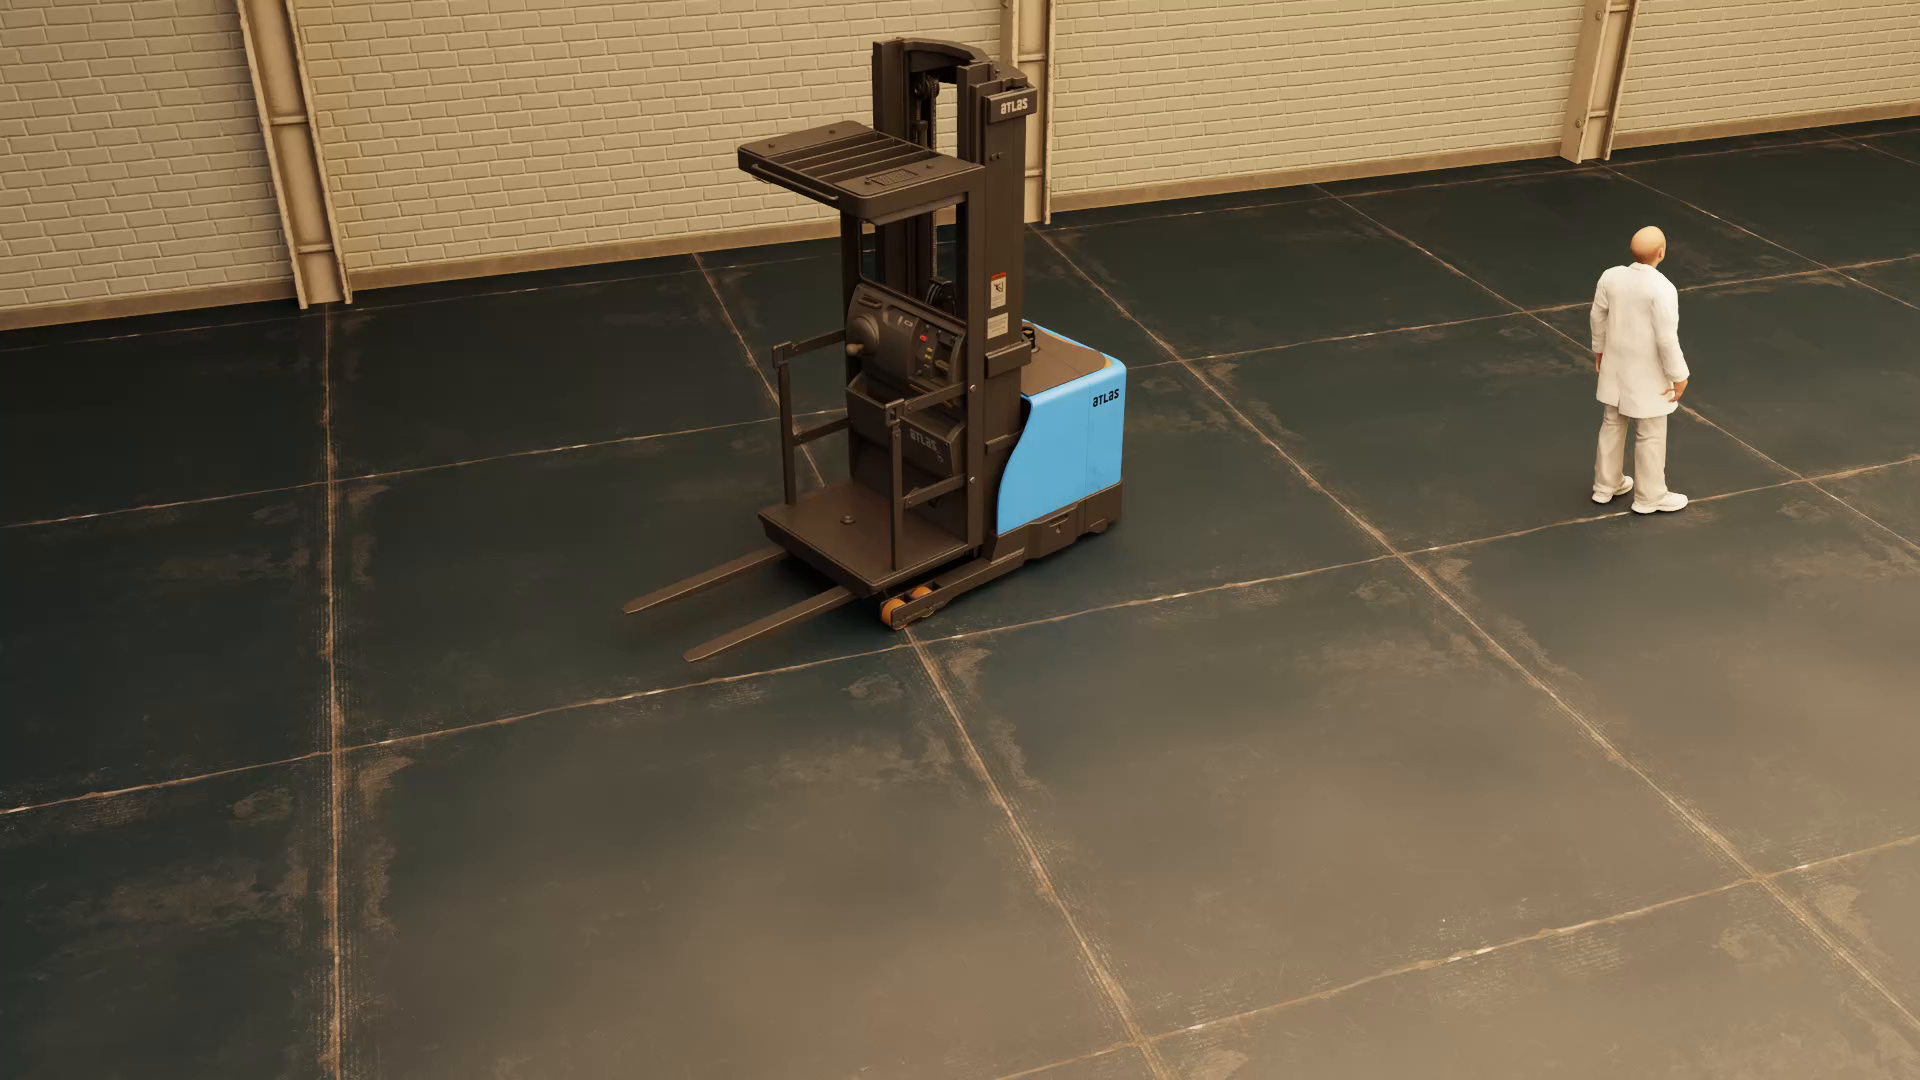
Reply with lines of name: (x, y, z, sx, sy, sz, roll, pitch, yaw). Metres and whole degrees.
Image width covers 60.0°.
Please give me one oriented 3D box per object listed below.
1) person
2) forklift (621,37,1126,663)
person: (4.145, -1.048, 10.051, 0.579, 1.777, 0.695, -15, 33, -24)
forklift: (-0.461, -1.072, 8.951, 3.031, 2.935, 1.130, -23, 37, -34)
